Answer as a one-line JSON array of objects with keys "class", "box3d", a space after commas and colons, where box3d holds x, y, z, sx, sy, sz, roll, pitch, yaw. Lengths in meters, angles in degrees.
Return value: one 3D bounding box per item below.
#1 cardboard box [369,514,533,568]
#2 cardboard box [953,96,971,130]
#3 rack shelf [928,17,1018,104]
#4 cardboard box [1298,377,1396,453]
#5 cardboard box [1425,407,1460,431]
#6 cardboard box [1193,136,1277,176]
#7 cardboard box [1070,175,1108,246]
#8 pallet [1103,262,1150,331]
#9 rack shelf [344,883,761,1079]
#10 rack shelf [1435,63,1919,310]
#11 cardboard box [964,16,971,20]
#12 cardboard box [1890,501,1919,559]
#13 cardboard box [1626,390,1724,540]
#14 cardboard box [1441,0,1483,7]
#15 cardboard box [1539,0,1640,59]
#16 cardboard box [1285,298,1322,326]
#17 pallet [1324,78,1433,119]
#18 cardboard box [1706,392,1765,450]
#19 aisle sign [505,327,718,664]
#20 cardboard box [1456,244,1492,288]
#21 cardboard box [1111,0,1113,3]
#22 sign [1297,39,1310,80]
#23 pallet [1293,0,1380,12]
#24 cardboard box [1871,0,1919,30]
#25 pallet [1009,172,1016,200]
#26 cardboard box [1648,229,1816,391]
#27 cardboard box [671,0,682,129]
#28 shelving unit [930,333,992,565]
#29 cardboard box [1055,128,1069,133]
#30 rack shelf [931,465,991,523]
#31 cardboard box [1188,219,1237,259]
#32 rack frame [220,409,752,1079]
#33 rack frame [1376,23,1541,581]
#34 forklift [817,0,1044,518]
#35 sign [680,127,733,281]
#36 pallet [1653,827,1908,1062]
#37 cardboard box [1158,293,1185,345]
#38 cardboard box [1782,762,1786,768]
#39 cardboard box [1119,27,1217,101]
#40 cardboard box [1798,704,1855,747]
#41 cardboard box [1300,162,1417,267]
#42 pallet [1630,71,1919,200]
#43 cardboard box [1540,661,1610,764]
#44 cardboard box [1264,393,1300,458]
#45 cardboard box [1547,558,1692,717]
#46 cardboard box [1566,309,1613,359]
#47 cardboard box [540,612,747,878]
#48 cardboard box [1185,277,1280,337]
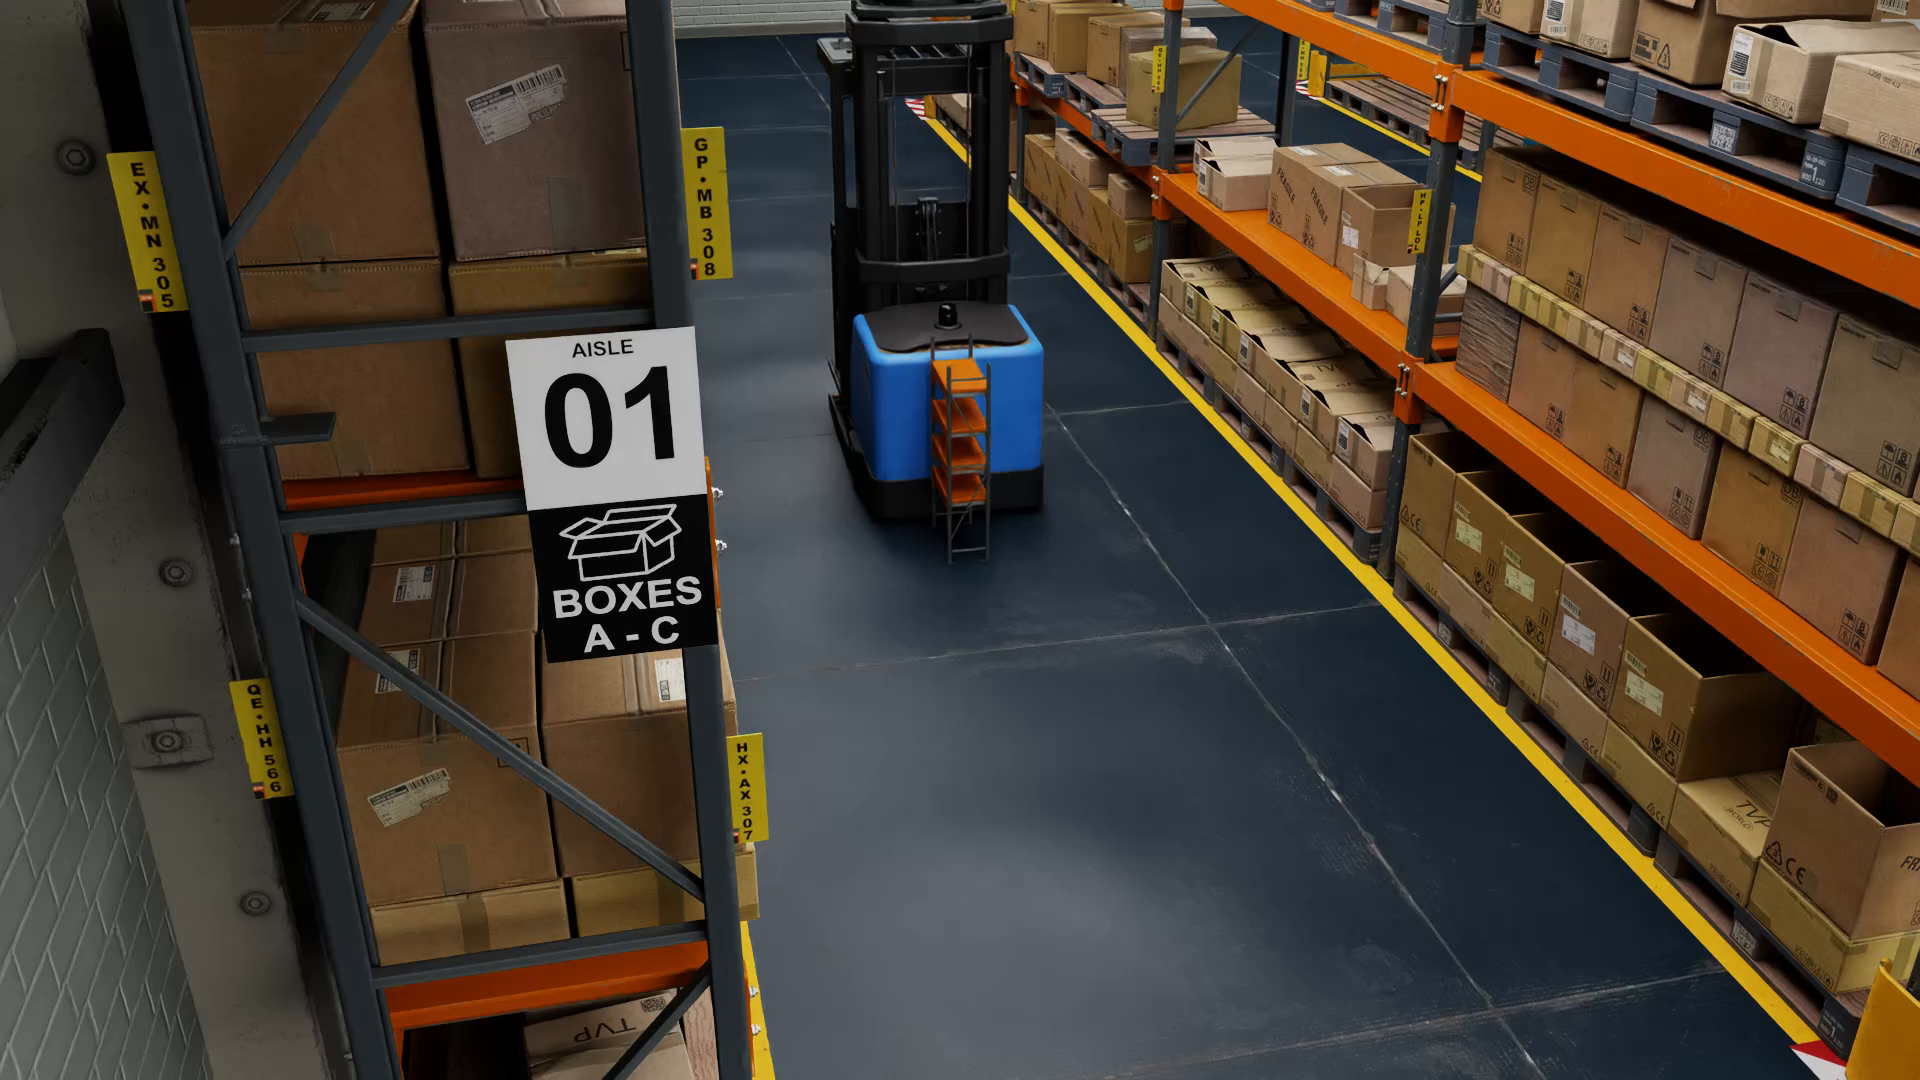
[{"class": "cardboard box", "box3d": [-1.608, 0.163, 5.411, 0.500, 0.500, 0.500, -7, 28, -13]}, {"class": "cardboard box", "box3d": [0.221, -4.718, 18.331, 0.500, 0.250, 0.500, -6, 27, -12]}, {"class": "rack shelf", "box3d": [0.600, -5.256, 17.633, 1.077, 0.370, 4.000, -6, 27, -12]}, {"class": "cardboard box", "box3d": [2.359, -0.774, 9.918, 0.500, 0.311, 0.500, -5, 27, -10]}, {"class": "cardboard box", "box3d": [3.003, -0.604, 9.581, 0.500, 0.311, 0.500, -6, 27, -11]}, {"class": "cardboard box", "box3d": [1.991, -2.739, 11.947, 0.500, 0.311, 0.500, -4, 27, -8]}, {"class": "cardboard box", "box3d": [1.272, -2.867, 14.388, 0.500, 0.500, 0.500, -7, 28, -14]}, {"class": "pallet", "box3d": [1.821, -2.030, 13.538, 1.003, 0.211, 1.213, -6, 27, -12]}, {"class": "rack shelf", "box3d": [-1.521, 0.517, 6.196, 1.077, 0.370, 4.000, -6, 27, -12]}, {"class": "rack shelf", "box3d": [3.304, -1.327, 6.520, 1.077, 0.370, 4.000, -6, 27, -12]}, {"class": "cardboard box", "box3d": [0.335, -5.612, 17.429, 0.500, 0.500, 0.500, -6, 27, -11]}, {"class": "cardboard box", "box3d": [3.423, -0.029, 5.647, 0.380, 0.149, 0.250, -5, 27, -10]}, {"class": "cardboard box", "box3d": [3.311, -0.361, 7.026, 0.700, 0.500, 0.500, -5, 27, -10]}, {"class": "cardboard box", "box3d": [2.724, -2.918, 8.574, 0.500, 0.250, 0.500, -3, 27, -6]}, {"class": "cardboard box", "box3d": [2.832, -2.252, 7.031, 0.500, 0.311, 0.500, -7, 28, -14]}, {"class": "cardboard box", "box3d": [2.544, -1.499, 11.355, 0.500, 0.311, 0.500, -6, 27, -12]}, {"class": "pallet", "box3d": [5.124, -5.346, 20.107, 1.003, 0.211, 1.213, -6, 27, -12]}, {"class": "cardboard box", "box3d": [3.190, -0.482, 6.545, 0.380, 0.149, 0.250, -5, 27, -10]}, {"class": "aisle sign", "box3d": [-0.762, -0.086, 3.706, 0.394, 0.787, 0.004, -6, 27, -12]}, {"class": "cardboard box", "box3d": [2.725, -1.384, 8.332, 0.380, 0.149, 0.250, -6, 27, -12]}, {"class": "cardboard box", "box3d": [1.218, -5.426, 15.950, 0.500, 0.500, 0.500, -5, 27, -10]}, {"class": "sign", "box3d": [2.492, -3.518, 12.106, 0.100, 0.325, 0.005, -6, 27, -12]}, {"class": "pallet", "box3d": [2.447, -3.419, 10.075, 1.003, 0.211, 1.213, -5, 27, -9]}, {"class": "cardboard box", "box3d": [3.647, -1.822, 5.969, 0.500, 0.500, 0.500, -6, 27, -12]}, {"class": "pallet", "box3d": [0.897, -3.756, 16.957, 1.003, 0.211, 1.213, -6, 27, -12]}, {"class": "cardboard box", "box3d": [3.299, -0.956, 6.764, 0.700, 0.500, 0.500, -6, 27, -12]}, {"class": "cardboard box", "box3d": [-0.985, -1.185, 4.197, 0.500, 0.500, 0.500, -6, 27, -12]}, {"class": "shelving unit", "box3d": [0.002, -0.514, 9.438, 0.258, 1.200, 0.503, -5, 27, -10]}, {"class": "cardboard box", "box3d": [0.962, -4.216, 17.430, 0.380, 0.166, 0.250, -6, 27, -12]}, {"class": "rack shelf", "box3d": [0.002, -0.277, 9.557, 0.258, 0.148, 0.480, -5, 27, -10]}, {"class": "cardboard box", "box3d": [2.128, -2.253, 13.170, 0.500, 0.500, 0.500, -5, 27, -9]}, {"class": "rack frame", "box3d": [-1.071, 1.073, 4.294, 1.000, 3.000, 0.127, -6, 27, -12]}, {"class": "rack frame", "box3d": [2.853, -1.187, 8.773, 1.000, 3.000, 0.127, -6, 27, -12]}, {"class": "forklift", "box3d": [-0.286, -2.079, 10.616, 1.130, 2.935, 3.031, -5, 27, -10]}, {"class": "sign", "box3d": [-0.542, -0.711, 3.531, 0.100, 0.325, 0.005, -6, 27, -12]}, {"class": "pallet", "box3d": [3.542, 1.482, 6.579, 1.003, 0.211, 1.213, -6, 27, -12]}, {"class": "cardboard box", "box3d": [1.784, -1.644, 12.263, 0.500, 0.250, 0.500, -6, 27, -12]}, {"class": "cardboard box", "box3d": [3.622, 0.912, 7.199, 0.500, 0.250, 0.500, -6, 27, -12]}, {"class": "cardboard box", "box3d": [1.680, -3.861, 13.494, 0.700, 0.500, 0.500, -1, 27, -2]}, {"class": "cardboard box", "box3d": [3.736, 0.797, 6.596, 0.500, 0.500, 0.500, -6, 27, -12]}, {"class": "cardboard box", "box3d": [2.465, -2.022, 10.316, 0.500, 0.500, 0.500, -6, 27, -12]}, {"class": "pallet", "box3d": [3.342, -1.581, 6.322, 1.003, 0.211, 1.213, -6, 27, -12]}, {"class": "cardboard box", "box3d": [2.996, 0.746, 7.528, 0.500, 0.250, 0.500, -6, 27, -12]}, {"class": "cardboard box", "box3d": [2.250, -0.747, 10.486, 0.500, 0.250, 0.500, -5, 27, -10]}, {"class": "cardboard box", "box3d": [2.993, 0.412, 7.359, 0.500, 0.500, 0.500, -6, 27, -12]}, {"class": "cardboard box", "box3d": [2.957, -0.935, 7.444, 0.380, 0.149, 0.250, -7, 28, -13]}, {"class": "cardboard box", "box3d": [-0.885, 0.557, 4.630, 0.500, 0.500, 0.500, -6, 27, -12]}, {"class": "cardboard box", "box3d": [1.910, -1.664, 11.681, 0.500, 0.311, 0.500, -7, 28, -13]}]
